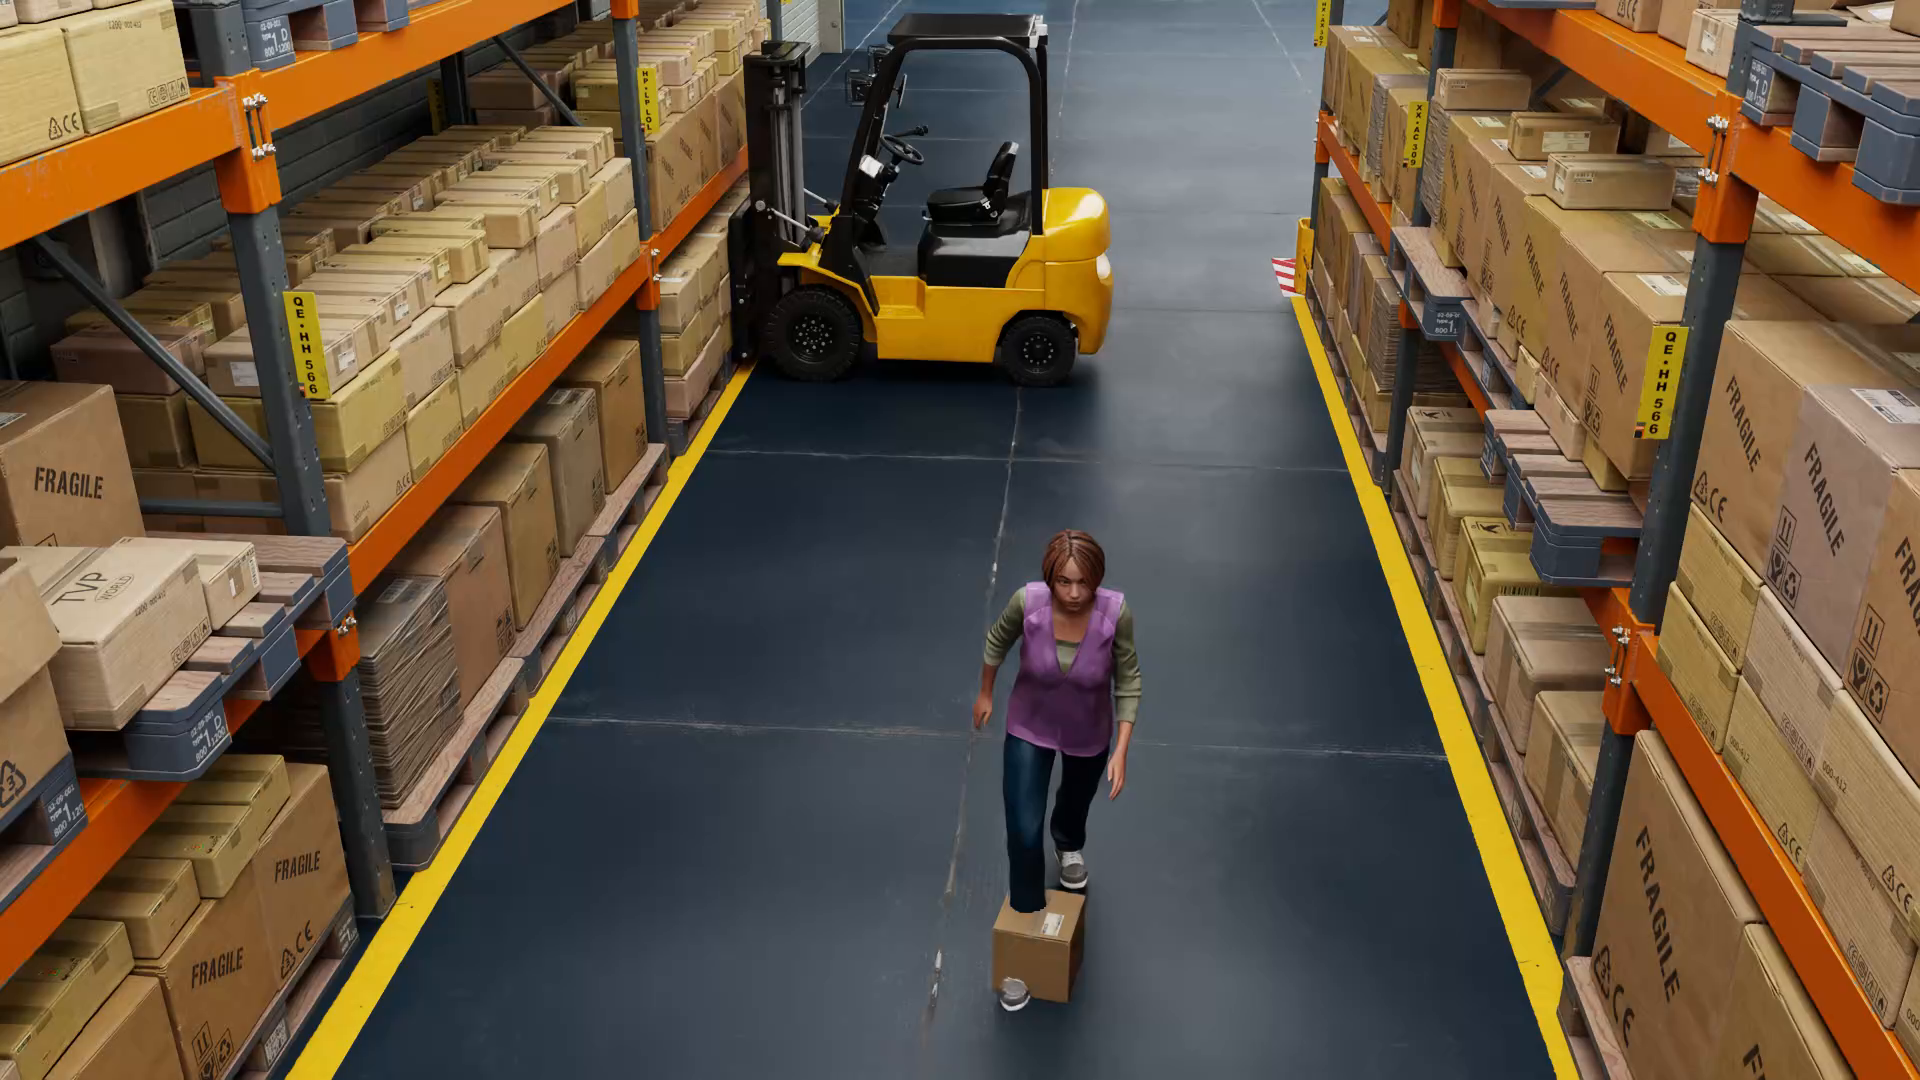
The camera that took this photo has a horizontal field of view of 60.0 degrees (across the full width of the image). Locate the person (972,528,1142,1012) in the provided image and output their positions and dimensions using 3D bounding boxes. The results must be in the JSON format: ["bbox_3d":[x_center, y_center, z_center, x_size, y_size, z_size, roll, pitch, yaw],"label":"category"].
[{"bbox_3d":[0.304,0.622,5.345,0.520,1.549,0.855,-1,25,-1],"label":"person"}]
